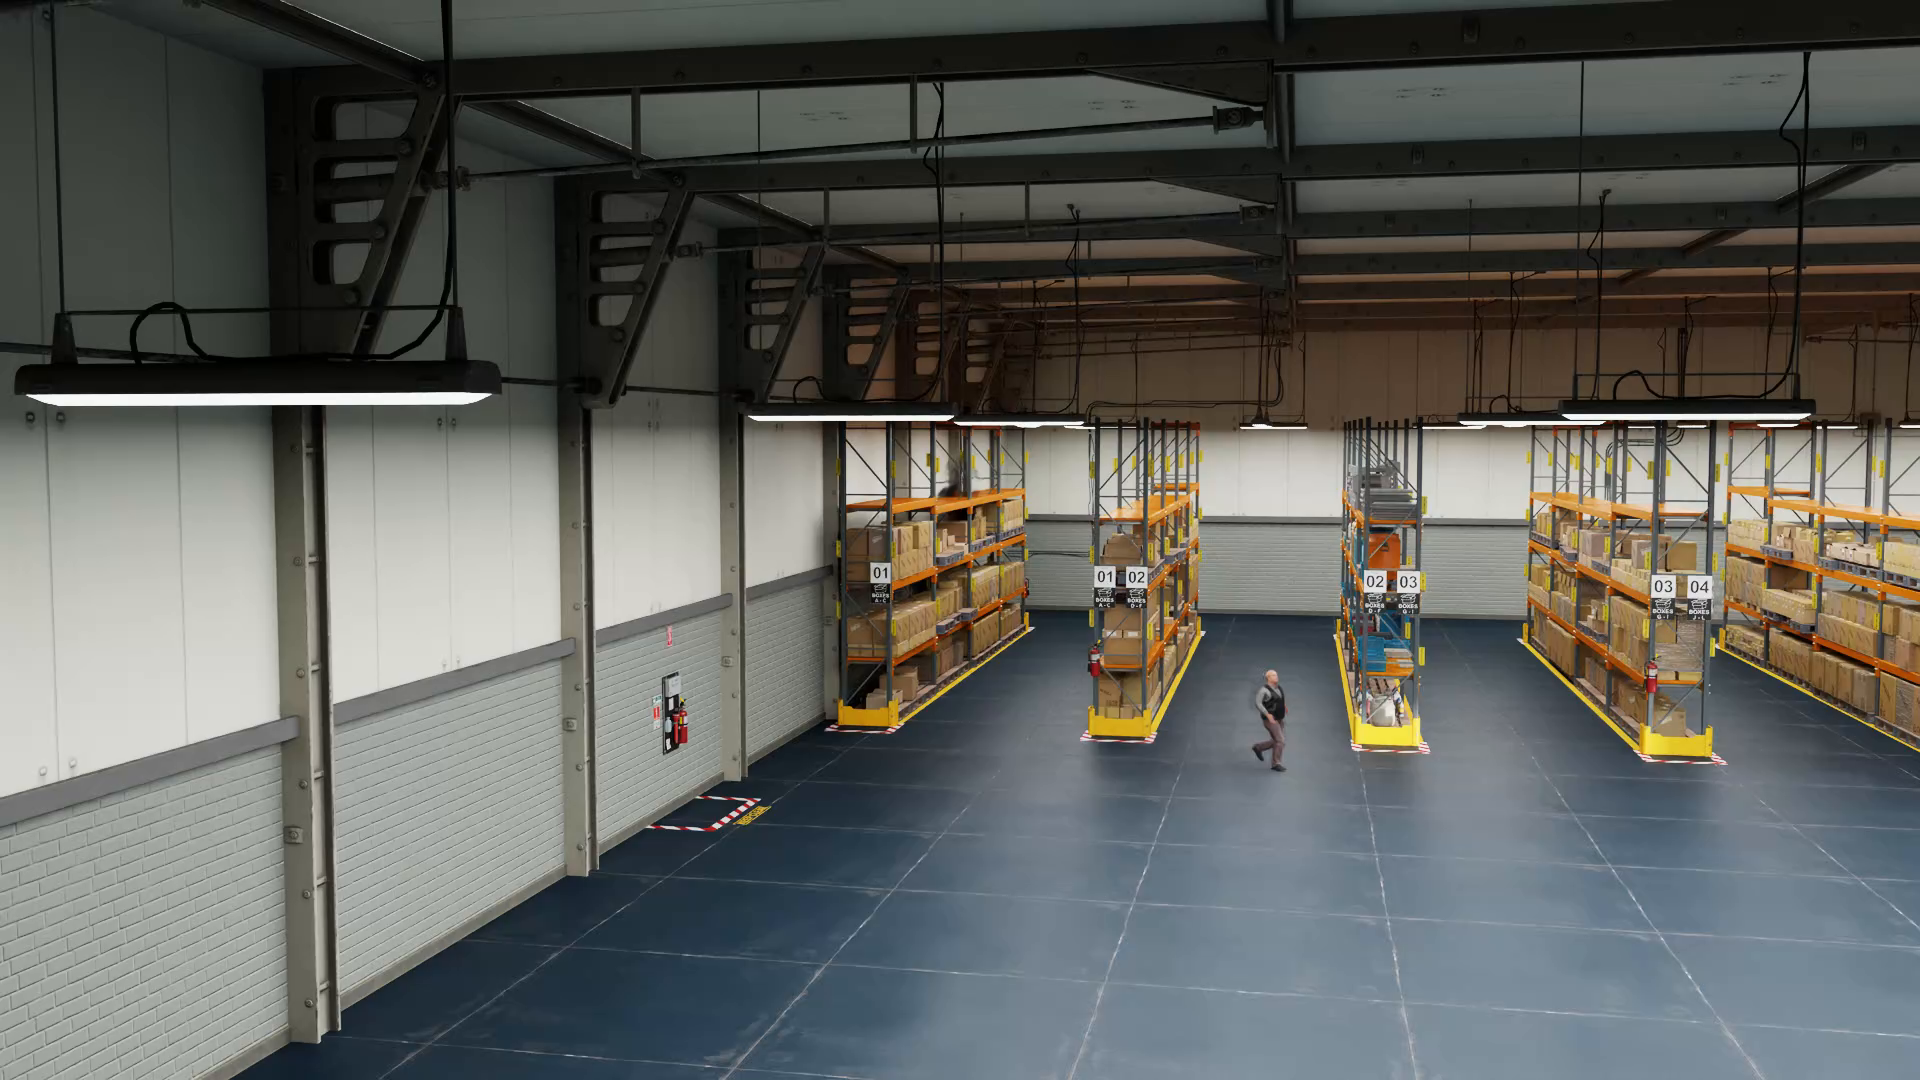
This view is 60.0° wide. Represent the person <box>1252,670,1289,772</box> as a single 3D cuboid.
[{"bbox_3d":[5.271,3.054,28.240,0.686,1.706,0.659,3,5,42],"label":"person"}]

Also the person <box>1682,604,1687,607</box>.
[{"bbox_3d":[19.819,1.957,45.267,0.606,1.657,0.861,-2,4,-26],"label":"person"}]
